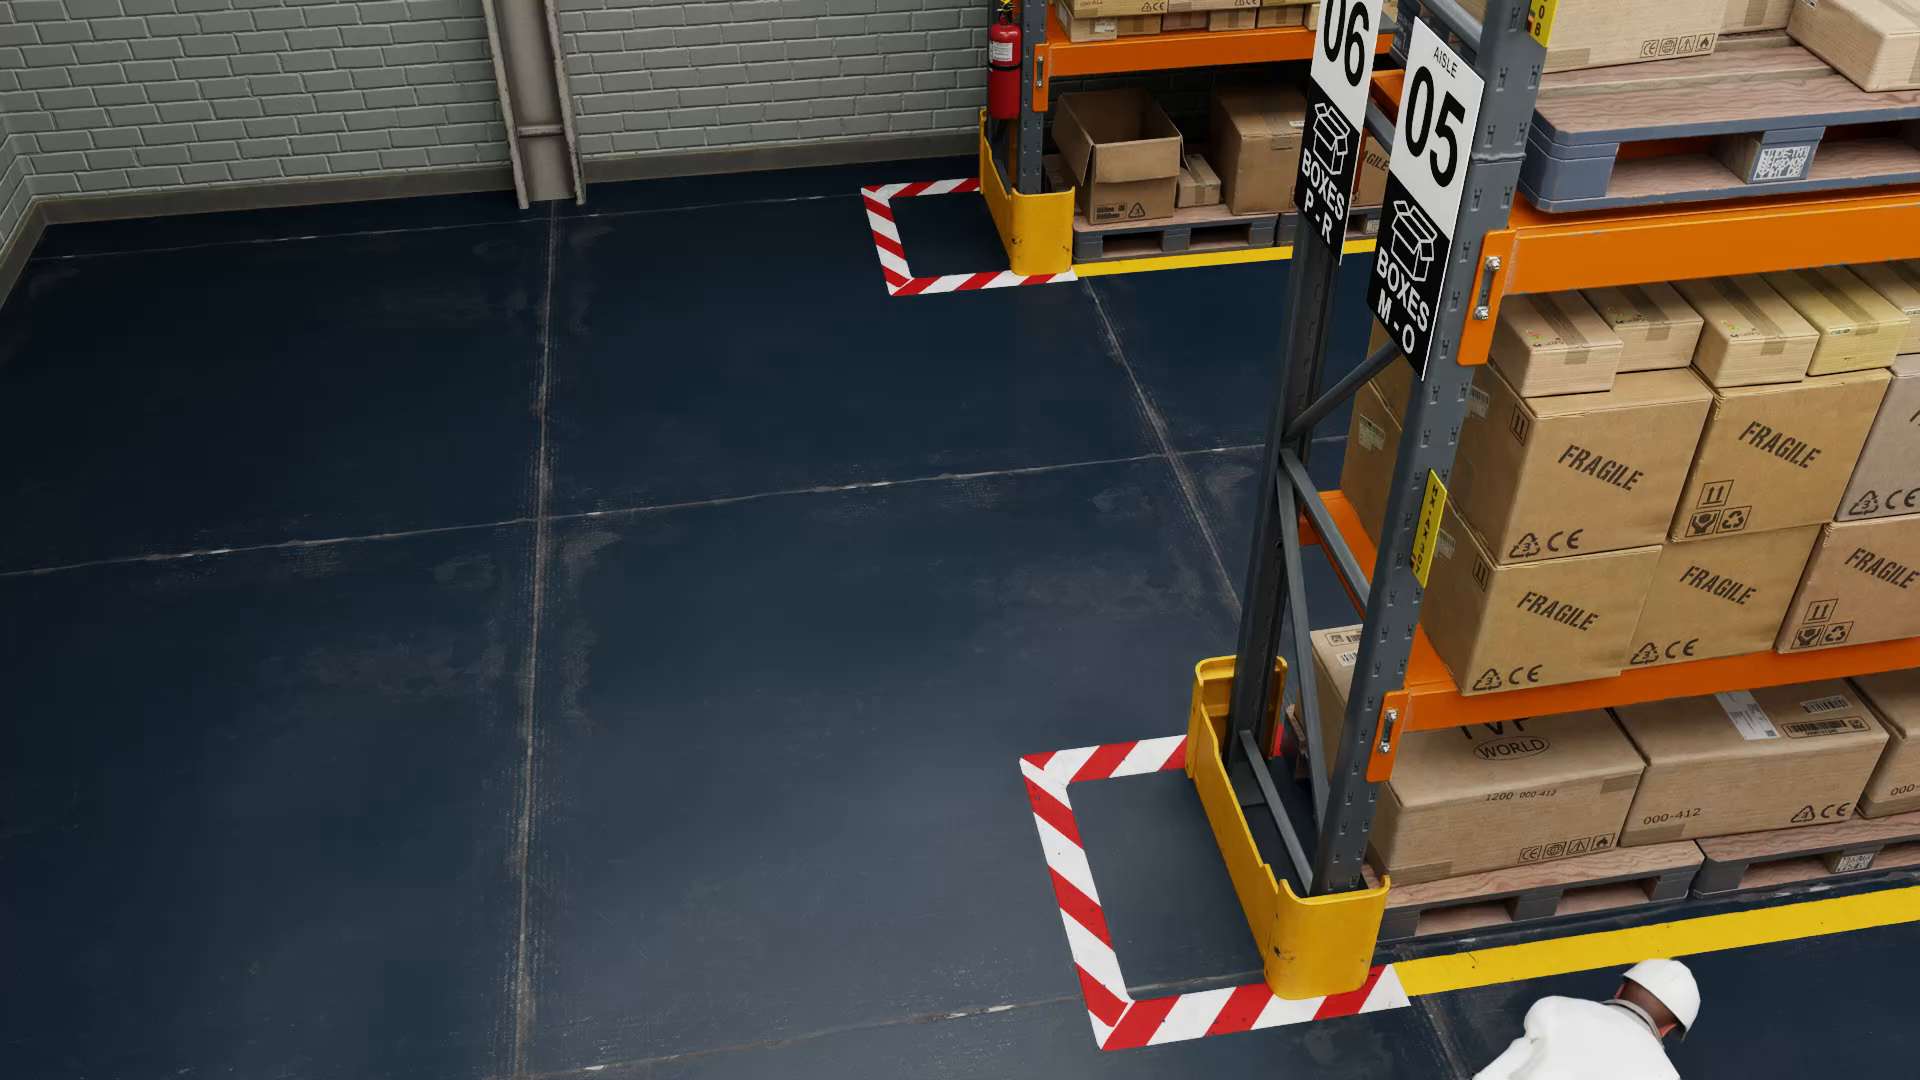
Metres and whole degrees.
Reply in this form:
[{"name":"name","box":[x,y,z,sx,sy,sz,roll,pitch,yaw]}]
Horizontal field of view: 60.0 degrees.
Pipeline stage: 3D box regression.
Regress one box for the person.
[{"name":"person","box":[1.756,1.710,4.828,0.982,0.806,0.504,-26,45,-29]}]
